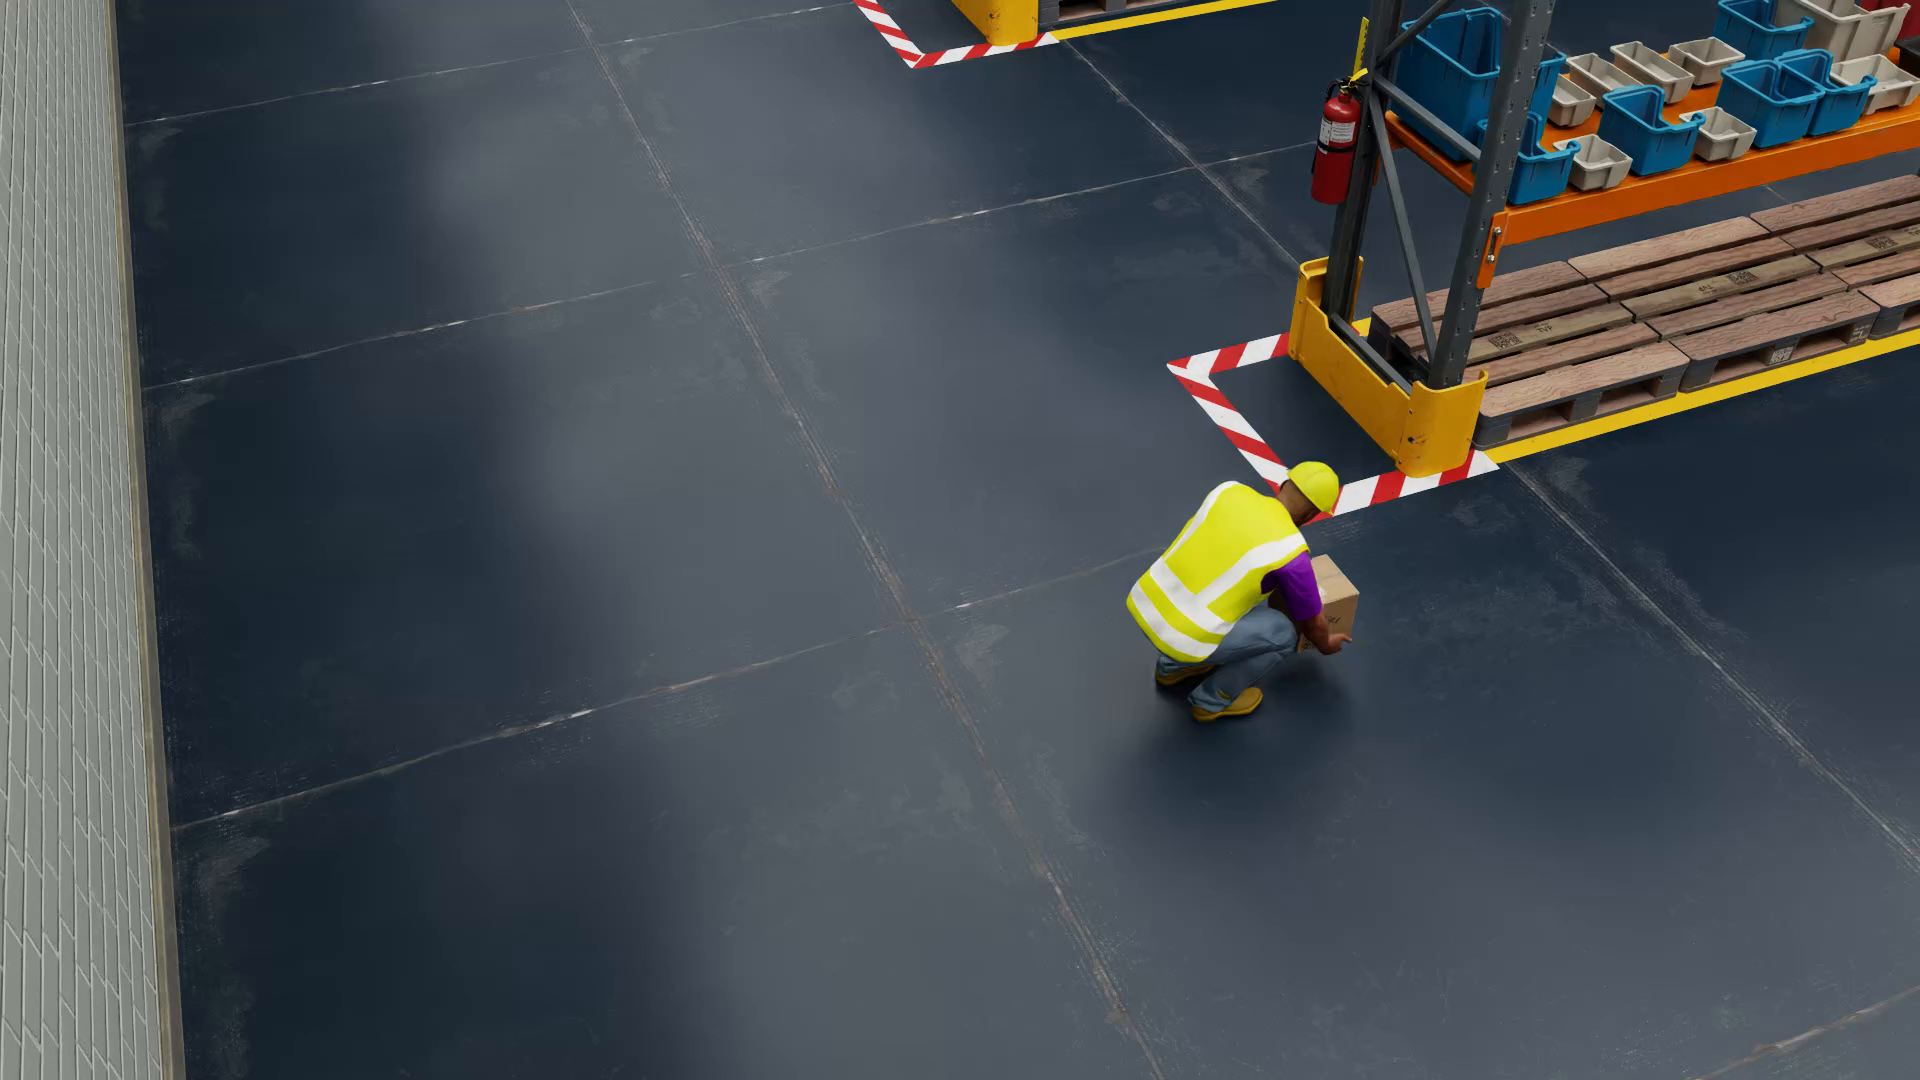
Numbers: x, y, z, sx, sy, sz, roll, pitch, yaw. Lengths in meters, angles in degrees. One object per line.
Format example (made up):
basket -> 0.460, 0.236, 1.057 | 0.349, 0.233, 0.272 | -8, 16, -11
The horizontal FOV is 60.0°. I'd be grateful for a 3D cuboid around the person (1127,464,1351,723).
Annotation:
person -> 1.089, 0.195, 6.506 | 0.891, 0.998, 0.588 | -15, 44, -17
